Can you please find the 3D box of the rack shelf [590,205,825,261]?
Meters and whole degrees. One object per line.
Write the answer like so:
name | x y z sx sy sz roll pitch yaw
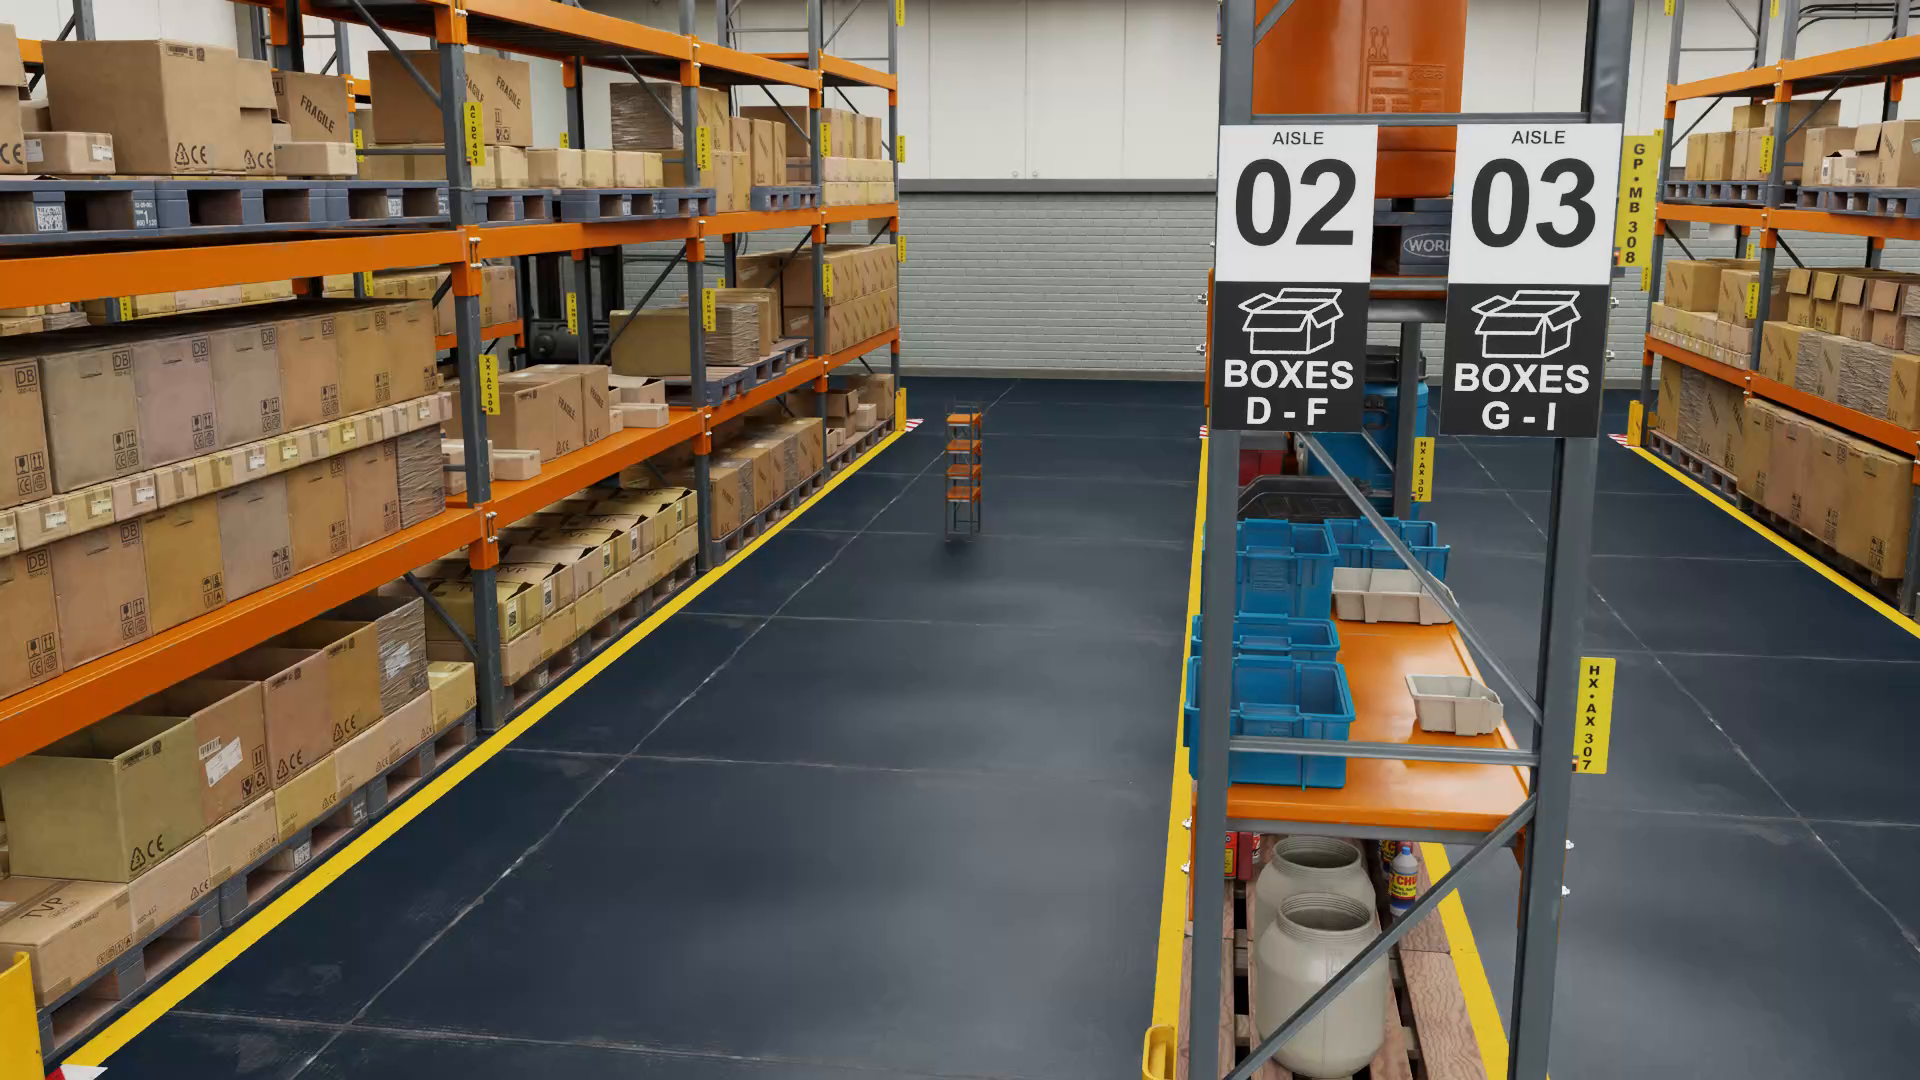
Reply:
rack shelf | -2.188 -2.765 14.790 1.077 0.370 4.000 2 12 9

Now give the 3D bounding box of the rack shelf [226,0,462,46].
rack shelf | -3.418 -2.370 6.788 1.077 0.370 4.000 2 12 9

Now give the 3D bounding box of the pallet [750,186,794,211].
pallet | -2.206 -3.091 15.044 1.213 0.211 1.003 2 12 9

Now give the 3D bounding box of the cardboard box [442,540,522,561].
cardboard box | -3.179 0.158 10.840 0.500 0.311 0.500 2 12 8

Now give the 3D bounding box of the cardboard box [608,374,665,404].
cardboard box | -2.594 -1.116 12.763 0.500 0.311 0.500 3 12 12

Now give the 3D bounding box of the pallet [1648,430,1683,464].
pallet | 8.477 -1.045 18.842 1.003 0.211 1.213 2 12 9

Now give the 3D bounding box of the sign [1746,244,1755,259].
sign | 9.057 -3.239 19.091 0.100 0.325 0.005 2 12 9

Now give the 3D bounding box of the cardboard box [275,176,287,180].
cardboard box | -7.019 -3.777 16.497 0.700 0.500 0.500 1 12 6

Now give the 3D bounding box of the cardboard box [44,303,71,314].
cardboard box | -7.414 -1.902 13.376 0.380 0.149 0.250 0 12 1

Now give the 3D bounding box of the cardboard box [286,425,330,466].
cardboard box | -3.137 -0.439 7.634 0.380 0.149 0.250 2 12 10

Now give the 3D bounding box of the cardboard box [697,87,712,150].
cardboard box | -2.344 -3.435 13.579 0.500 0.500 0.500 2 12 9

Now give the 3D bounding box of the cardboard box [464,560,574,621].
cardboard box | -2.719 0.282 10.265 0.500 0.311 0.500 2 12 8

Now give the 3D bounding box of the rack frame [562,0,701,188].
rack frame | -2.495 -4.166 12.466 1.000 3.000 0.127 2 12 9

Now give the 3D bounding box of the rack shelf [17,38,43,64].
rack shelf | -7.698 -3.363 11.393 1.077 0.370 4.000 2 12 9

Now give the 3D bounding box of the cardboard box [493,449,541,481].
cardboard box | -2.772 -0.456 10.086 0.380 0.149 0.250 2 12 9

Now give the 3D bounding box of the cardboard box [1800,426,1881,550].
cardboard box | 7.564 -0.407 13.308 1.225 0.875 0.875 2 12 9

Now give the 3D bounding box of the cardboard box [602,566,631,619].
cardboard box | -2.568 0.342 11.318 0.500 0.250 0.500 2 12 10

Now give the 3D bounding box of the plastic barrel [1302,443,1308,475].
plastic barrel | 2.147 -0.498 9.363 0.433 0.535 0.433 0 12 0

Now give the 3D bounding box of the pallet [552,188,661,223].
pallet | -2.680 -2.231 11.052 1.003 0.211 1.213 2 12 11

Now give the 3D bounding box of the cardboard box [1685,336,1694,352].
cardboard box | 7.907 -2.071 17.580 0.380 0.149 0.250 2 12 7

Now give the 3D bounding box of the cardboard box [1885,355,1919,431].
cardboard box | 7.124 -1.072 12.109 0.500 0.500 0.500 2 12 10

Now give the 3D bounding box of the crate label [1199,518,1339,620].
crate label | 1.184 0.184 6.437 0.502 0.435 0.616 2 12 9

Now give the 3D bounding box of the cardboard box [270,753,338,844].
cardboard box | -3.191 1.154 7.549 0.500 0.250 0.500 2 12 9

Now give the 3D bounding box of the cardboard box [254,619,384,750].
cardboard box | -3.127 0.683 7.955 0.500 0.500 0.500 2 12 9

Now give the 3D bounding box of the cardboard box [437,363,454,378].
cardboard box | -6.464 -2.085 20.446 0.380 0.149 0.250 2 12 9

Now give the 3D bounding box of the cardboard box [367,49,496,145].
cardboard box | -2.977 -2.493 9.401 0.500 0.500 0.500 2 12 9

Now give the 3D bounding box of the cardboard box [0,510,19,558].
cardboard box | -3.453 -0.009 5.639 0.380 0.149 0.250 2 12 8

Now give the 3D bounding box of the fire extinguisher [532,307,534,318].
fire extinguisher | -5.681 -2.855 21.690 0.296 0.674 0.183 2 12 9

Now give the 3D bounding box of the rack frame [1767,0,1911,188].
rack frame | 7.908 -4.677 14.837 1.000 3.000 0.127 2 12 9

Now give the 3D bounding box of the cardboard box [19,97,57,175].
cardboard box | -3.724 -1.629 6.694 0.500 0.311 0.500 3 13 15

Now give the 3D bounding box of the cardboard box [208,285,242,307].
cardboard box | -6.911 -2.266 15.119 0.500 0.250 0.500 2 12 9

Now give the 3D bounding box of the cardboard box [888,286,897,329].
cardboard box | -1.065 -2.846 20.341 0.500 0.500 0.500 2 12 10

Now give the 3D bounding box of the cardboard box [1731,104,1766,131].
cardboard box | 8.202 -4.293 16.923 0.500 0.250 0.500 1 12 7

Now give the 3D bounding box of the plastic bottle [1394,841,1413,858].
plastic bottle | 1.808 1.292 6.783 0.061 0.283 0.133 2 12 10

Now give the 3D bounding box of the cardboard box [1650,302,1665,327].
cardboard box | 8.182 -2.558 18.894 0.500 0.250 0.500 2 12 7

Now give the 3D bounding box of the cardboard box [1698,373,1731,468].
cardboard box | 8.227 -1.233 17.143 0.875 0.875 0.875 2 12 9

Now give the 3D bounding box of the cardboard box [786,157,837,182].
cardboard box | -1.560 -3.797 17.041 0.500 0.250 0.500 2 12 9

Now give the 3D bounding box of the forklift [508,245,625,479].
forklift | -4.149 -2.144 17.484 1.130 2.935 3.031 2 12 8

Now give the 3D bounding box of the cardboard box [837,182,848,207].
cardboard box | -1.480 -3.657 17.576 0.500 0.250 0.500 2 12 9

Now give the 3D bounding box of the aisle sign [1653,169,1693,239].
aisle sign | 8.238 -3.873 19.173 0.394 0.787 0.004 2 12 9

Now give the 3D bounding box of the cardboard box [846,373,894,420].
cardboard box | -1.105 -1.771 20.480 0.500 0.500 0.500 2 12 9

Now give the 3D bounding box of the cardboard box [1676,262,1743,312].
cardboard box | 8.032 -2.713 17.831 0.500 0.500 0.500 2 12 7

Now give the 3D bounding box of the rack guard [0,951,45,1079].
rack guard | -3.729 1.659 5.611 1.175 0.500 0.348 2 12 9

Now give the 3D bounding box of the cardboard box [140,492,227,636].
cardboard box | -3.483 0.073 6.796 0.700 0.500 0.500 2 12 9

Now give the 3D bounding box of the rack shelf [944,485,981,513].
rack shelf | 0.025 -0.361 14.583 0.258 0.148 0.480 2 12 9

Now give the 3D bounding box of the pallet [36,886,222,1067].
pallet | -3.650 1.634 6.409 1.003 0.211 1.213 2 12 9

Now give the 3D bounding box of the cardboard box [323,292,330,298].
cardboard box | -6.666 -2.219 16.681 0.500 0.500 0.500 2 12 9

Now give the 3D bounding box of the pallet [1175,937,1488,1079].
pallet | 1.264 1.770 5.781 1.003 0.211 1.213 2 12 9

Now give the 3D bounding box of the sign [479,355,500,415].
sign | -2.562 -0.845 9.053 0.100 0.325 0.005 2 12 9

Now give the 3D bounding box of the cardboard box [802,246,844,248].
cardboard box | -1.667 -3.244 19.815 0.500 0.500 0.500 2 12 9

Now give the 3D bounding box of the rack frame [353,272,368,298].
rack frame | -6.776 -2.226 17.703 1.000 3.000 0.127 2 12 9

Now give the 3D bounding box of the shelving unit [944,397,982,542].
shelving unit | 0.025 -0.621 14.527 0.258 1.200 0.503 2 12 9

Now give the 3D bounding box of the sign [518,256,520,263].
sign | -5.626 -3.720 21.325 0.100 0.325 0.005 2 12 9

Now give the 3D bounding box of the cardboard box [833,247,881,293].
cardboard box | -1.214 -3.122 19.249 0.500 0.500 0.500 2 12 10

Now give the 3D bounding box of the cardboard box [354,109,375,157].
cardboard box | -6.389 -4.379 17.916 0.500 0.500 0.500 2 12 8

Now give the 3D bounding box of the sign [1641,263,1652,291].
sign | 7.975 -3.058 19.322 0.100 0.325 0.005 2 12 9

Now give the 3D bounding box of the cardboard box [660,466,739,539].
cardboard box | -2.143 -0.312 13.712 0.500 0.500 0.500 2 12 11

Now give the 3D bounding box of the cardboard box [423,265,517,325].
cardboard box | -6.229 -3.099 21.041 0.980 0.700 0.700 2 12 11
